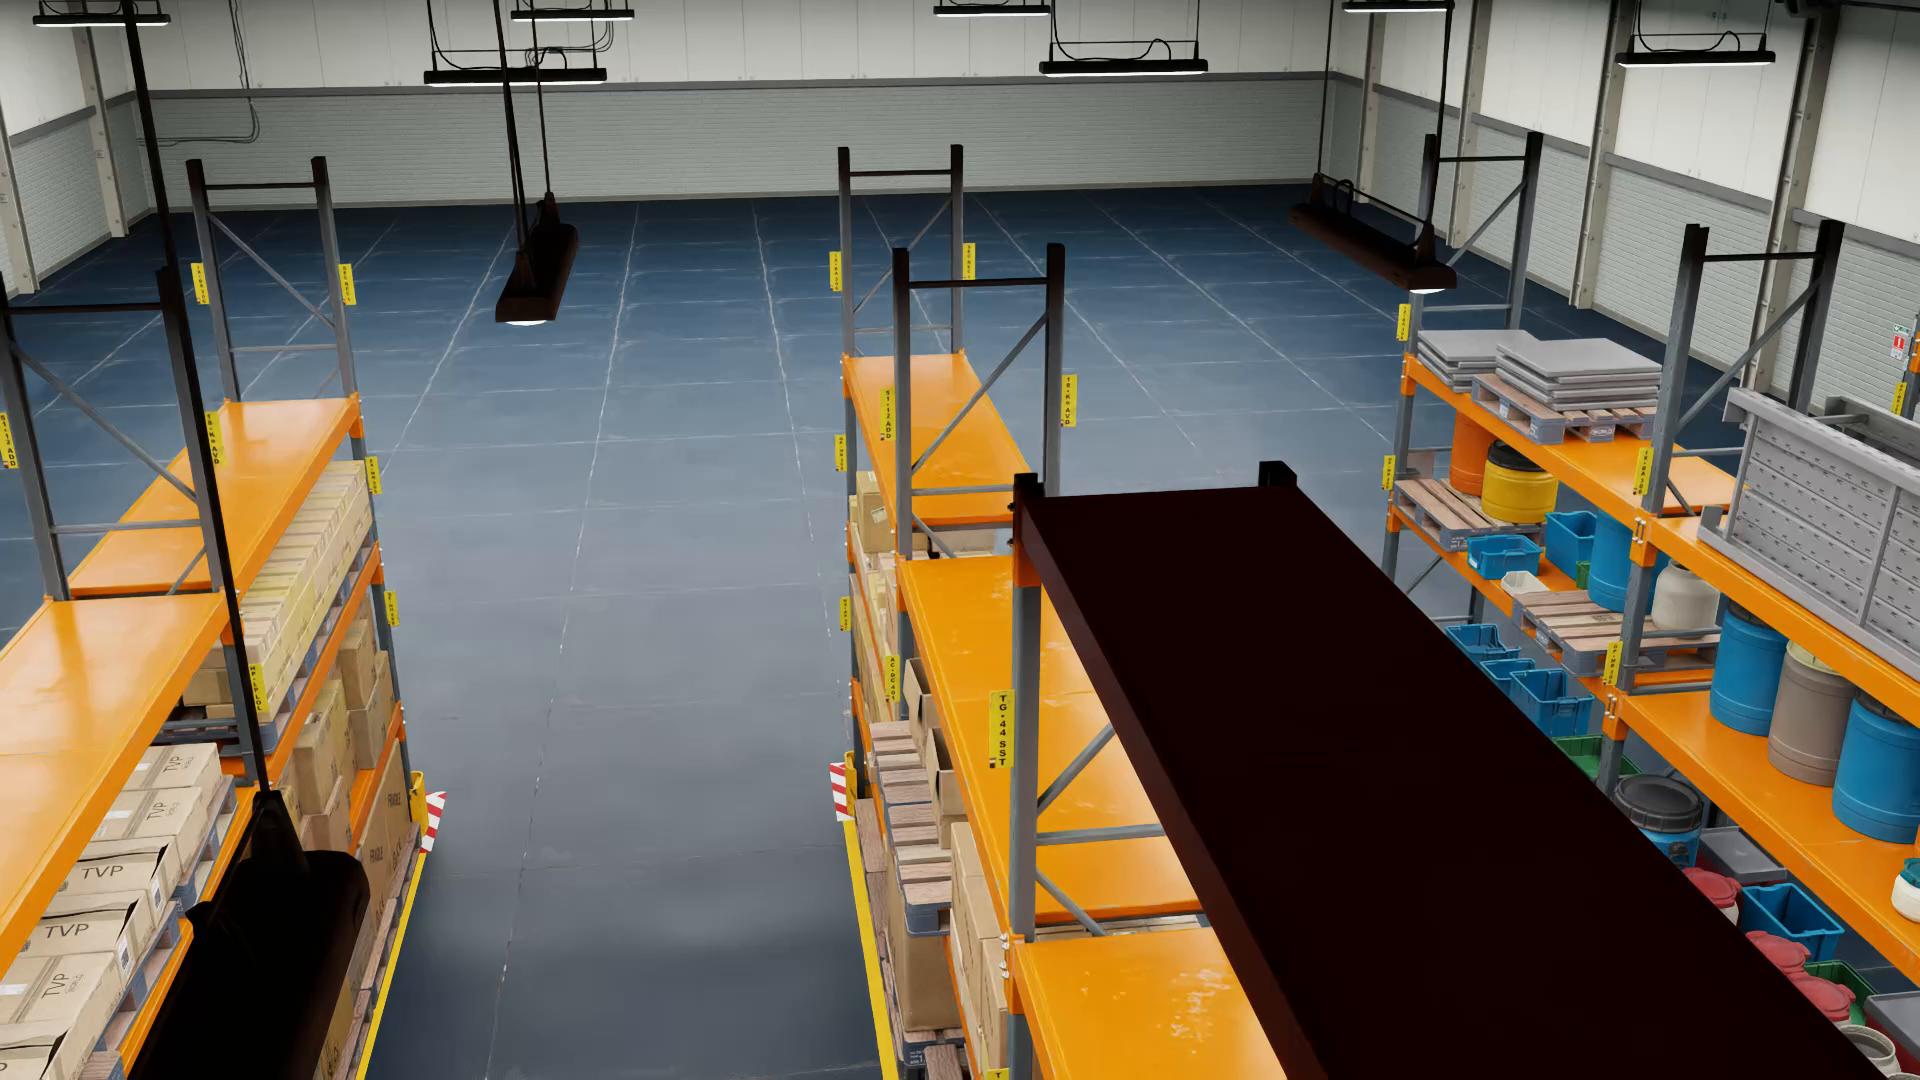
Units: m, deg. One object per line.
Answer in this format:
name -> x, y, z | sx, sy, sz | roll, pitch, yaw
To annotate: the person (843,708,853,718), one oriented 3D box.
person -> -0.750, 0.938, 16.865 | 0.879, 1.754, 0.614 | -18, 28, -38
